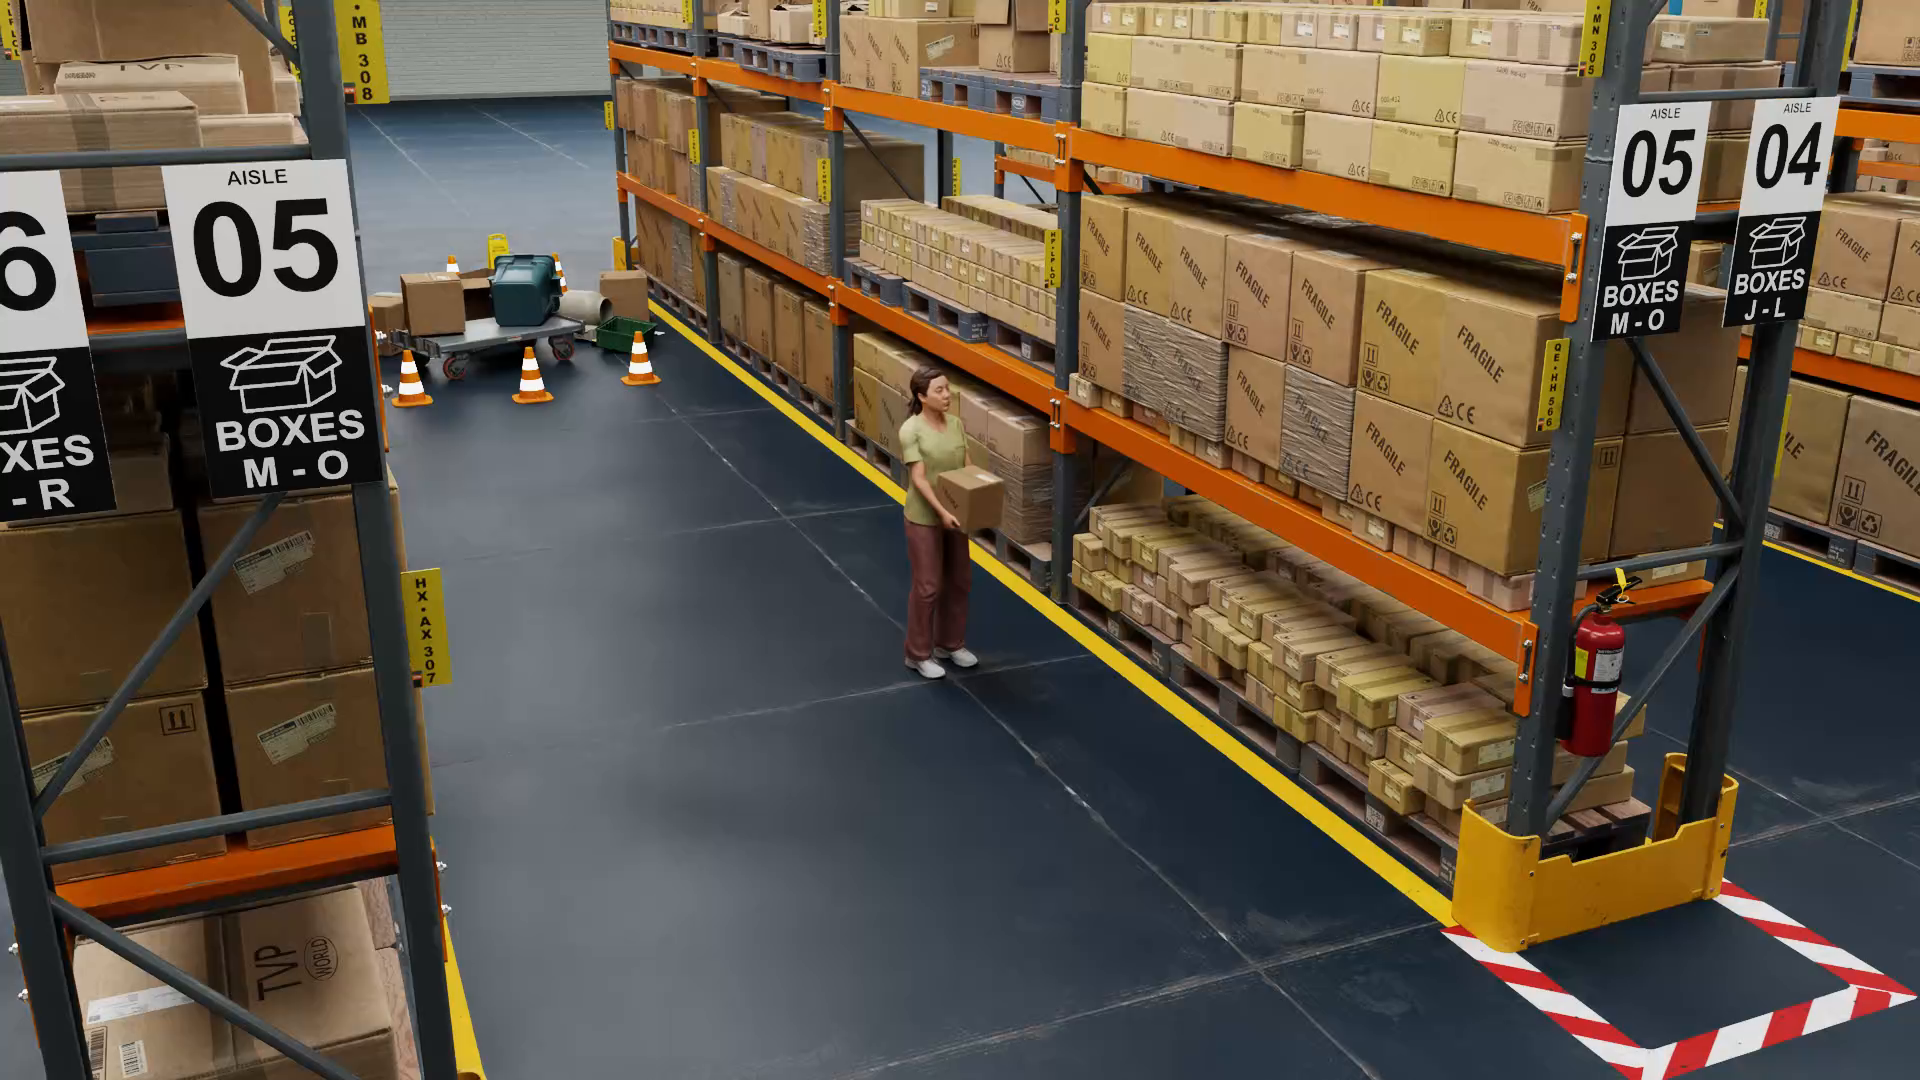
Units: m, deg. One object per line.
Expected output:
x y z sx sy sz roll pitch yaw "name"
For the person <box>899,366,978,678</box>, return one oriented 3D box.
-0.079 -0.086 8.837 0.425 1.663 0.561 -16 24 -38 "person"
